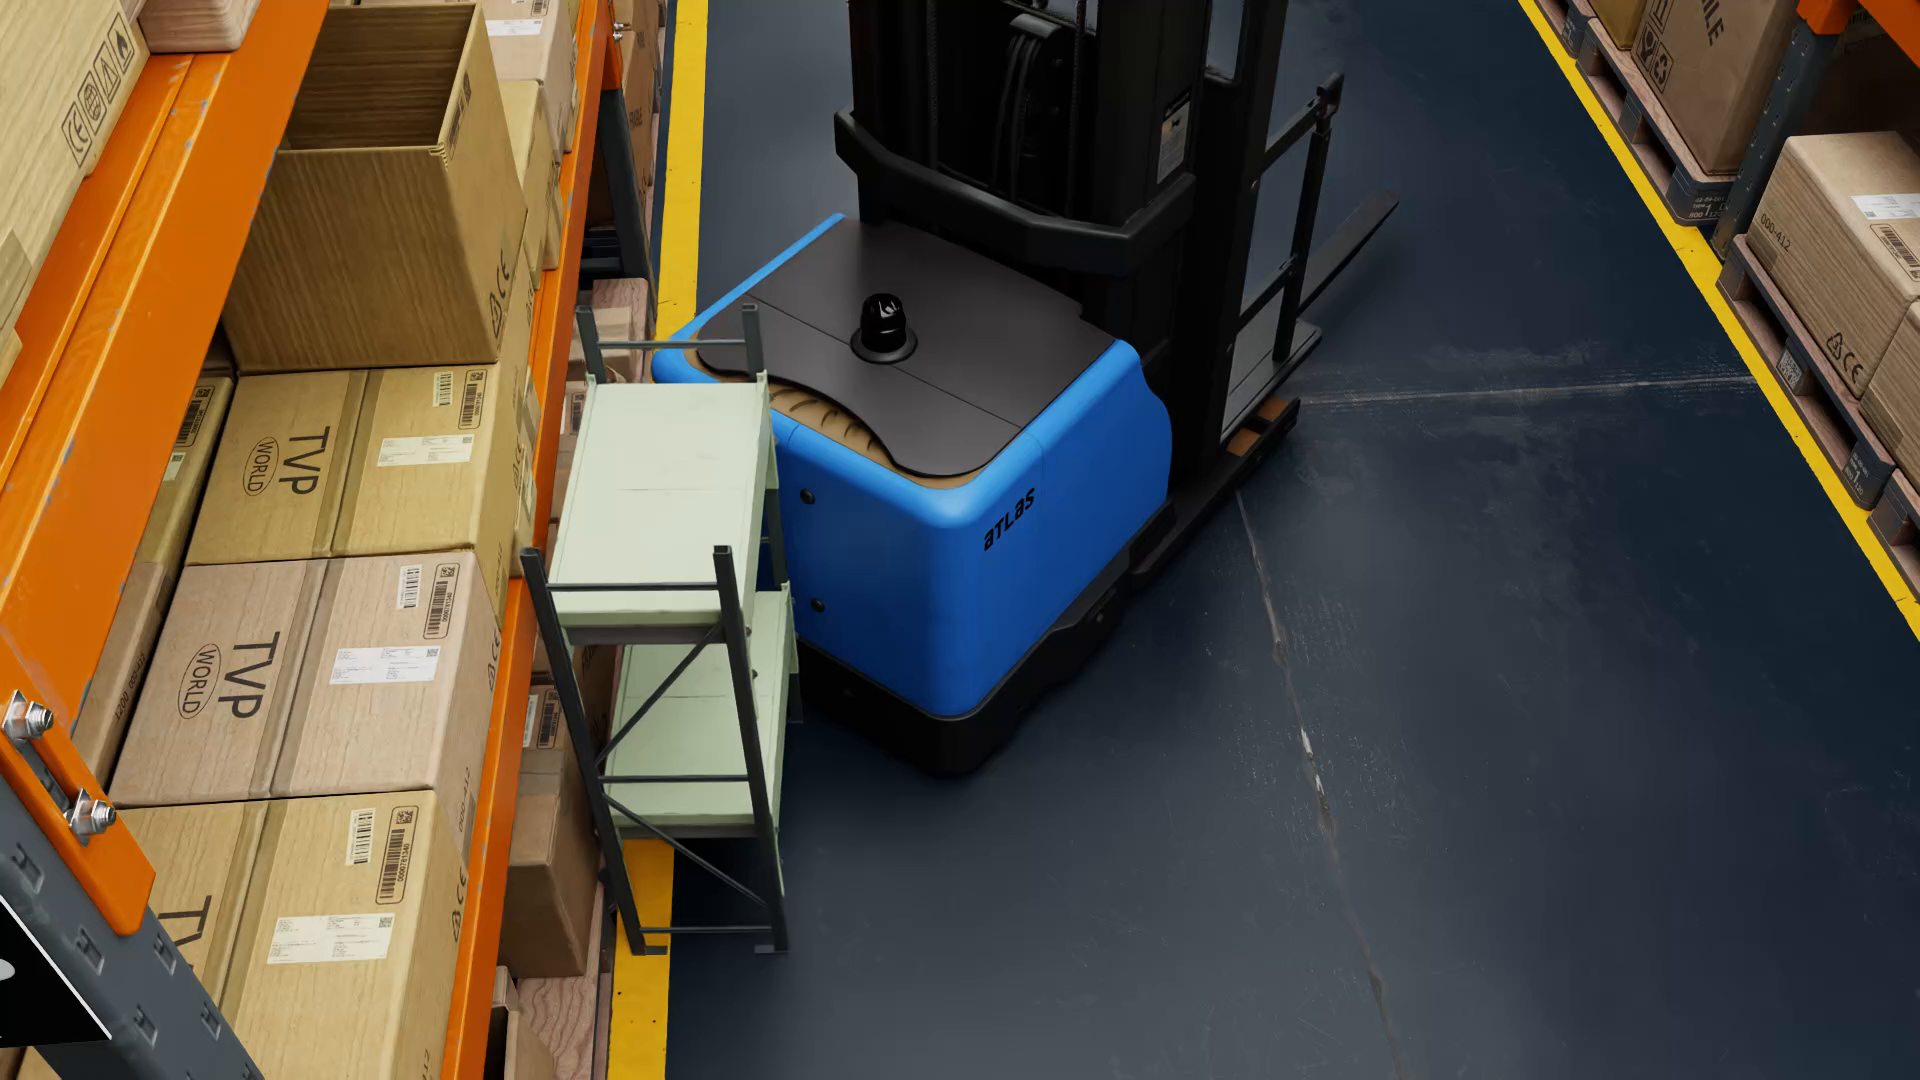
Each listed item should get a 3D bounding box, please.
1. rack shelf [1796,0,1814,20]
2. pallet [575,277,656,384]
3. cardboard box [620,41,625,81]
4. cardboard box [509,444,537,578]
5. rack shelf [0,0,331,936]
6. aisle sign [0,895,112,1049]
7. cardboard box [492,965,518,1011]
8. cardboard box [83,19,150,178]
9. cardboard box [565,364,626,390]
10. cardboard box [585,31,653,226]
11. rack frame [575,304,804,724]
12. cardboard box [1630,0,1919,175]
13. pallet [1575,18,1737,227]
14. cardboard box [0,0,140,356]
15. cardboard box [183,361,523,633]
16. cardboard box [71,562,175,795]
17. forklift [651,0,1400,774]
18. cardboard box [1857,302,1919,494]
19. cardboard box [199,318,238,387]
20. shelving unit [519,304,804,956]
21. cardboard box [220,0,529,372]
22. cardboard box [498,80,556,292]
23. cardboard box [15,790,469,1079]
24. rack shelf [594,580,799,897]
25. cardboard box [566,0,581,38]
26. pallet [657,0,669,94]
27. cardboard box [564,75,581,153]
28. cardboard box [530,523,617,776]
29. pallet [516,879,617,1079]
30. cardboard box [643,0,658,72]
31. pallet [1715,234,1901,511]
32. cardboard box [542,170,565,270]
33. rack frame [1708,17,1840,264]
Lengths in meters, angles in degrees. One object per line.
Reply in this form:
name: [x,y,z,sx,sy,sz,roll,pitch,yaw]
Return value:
rack shelf: [3.179,-3.343,6.845,1.077,0.370,4.000,-3,47,-3]
pallet: [-1.543,-0.383,5.467,1.003,0.211,1.213,-3,47,-3]
cardboard box: [-1.364,-1.622,5.706,0.380,0.149,0.250,-1,47,-1]
cardboard box: [-1.077,-0.048,3.402,0.380,0.149,0.250,-5,47,-4]
rack shelf: [-1.432,-1.176,2.727,1.077,0.370,4.000,-3,47,-3]
aisle sign: [-0.966,0.193,1.211,0.394,0.787,0.004,-3,47,-3]
cardboard box: [-1.218,1.133,3.785,0.380,0.149,0.250,-5,47,-5]
cardboard box: [-1.112,-0.509,1.773,0.380,0.149,0.250,-3,47,-3]
cardboard box: [-1.230,-0.399,5.156,0.396,0.266,0.258,-2,47,-2]
cardboard box: [-1.415,-1.487,6.025,0.500,0.500,0.500,-2,47,-2]
rack frame: [-0.647,0.004,4.213,0.400,1.500,0.023,-1,47,-1]
cardboard box: [3.215,-2.001,6.253,0.875,0.875,0.875,-2,47,-2]
pallet: [3.207,-1.738,6.750,1.003,0.211,1.213,-3,47,-3]
cardboard box: [-1.029,-0.364,1.362,0.500,0.250,0.500,-4,47,-4]
cardboard box: [-1.122,-0.071,3.150,0.500,0.250,0.500,-4,47,-4]
cardboard box: [-1.609,0.315,2.784,0.500,0.250,0.500,-3,47,-3]
forklift: [0.468,-1.399,4.556,1.130,2.935,3.031,28,53,24]
cardboard box: [3.368,-0.298,4.942,0.875,0.438,0.875,-5,47,-4]
cardboard box: [-1.690,-0.422,3.482,0.500,0.250,0.500,-4,47,-3]
shelving unit: [-0.642,0.270,3.962,0.431,1.500,0.755,-1,47,-1]
cardboard box: [-1.160,-0.683,3.213,0.500,0.500,0.500,-2,47,-2]
cardboard box: [-1.228,-0.813,3.852,0.500,0.250,0.500,-4,47,-4]
cardboard box: [-1.034,0.660,2.457,0.500,0.250,0.500,-3,47,-3]
rack shelf: [-0.642,0.494,4.198,0.431,0.370,0.720,-1,47,-1]
cardboard box: [-1.313,-1.536,4.537,0.500,0.250,0.500,-2,47,-2]
pallet: [-1.810,-2.351,7.331,1.003,0.211,1.213,-3,47,-3]
cardboard box: [-1.232,-1.163,4.459,0.380,0.149,0.250,-2,47,-2]
cardboard box: [-1.198,0.313,4.320,0.500,0.500,0.500,-3,47,-3]
pallet: [-1.338,1.383,3.795,1.003,0.211,1.213,-3,47,-3]
cardboard box: [-1.507,-2.233,6.731,0.500,0.500,0.500,-5,47,-4]
pallet: [3.332,-0.629,5.701,1.003,0.211,1.213,-3,47,-3]
cardboard box: [-1.187,-0.789,4.104,0.380,0.149,0.250,-4,47,-4]
rack frame: [3.347,-2.143,5.214,1.000,3.000,0.127,-3,47,-3]
